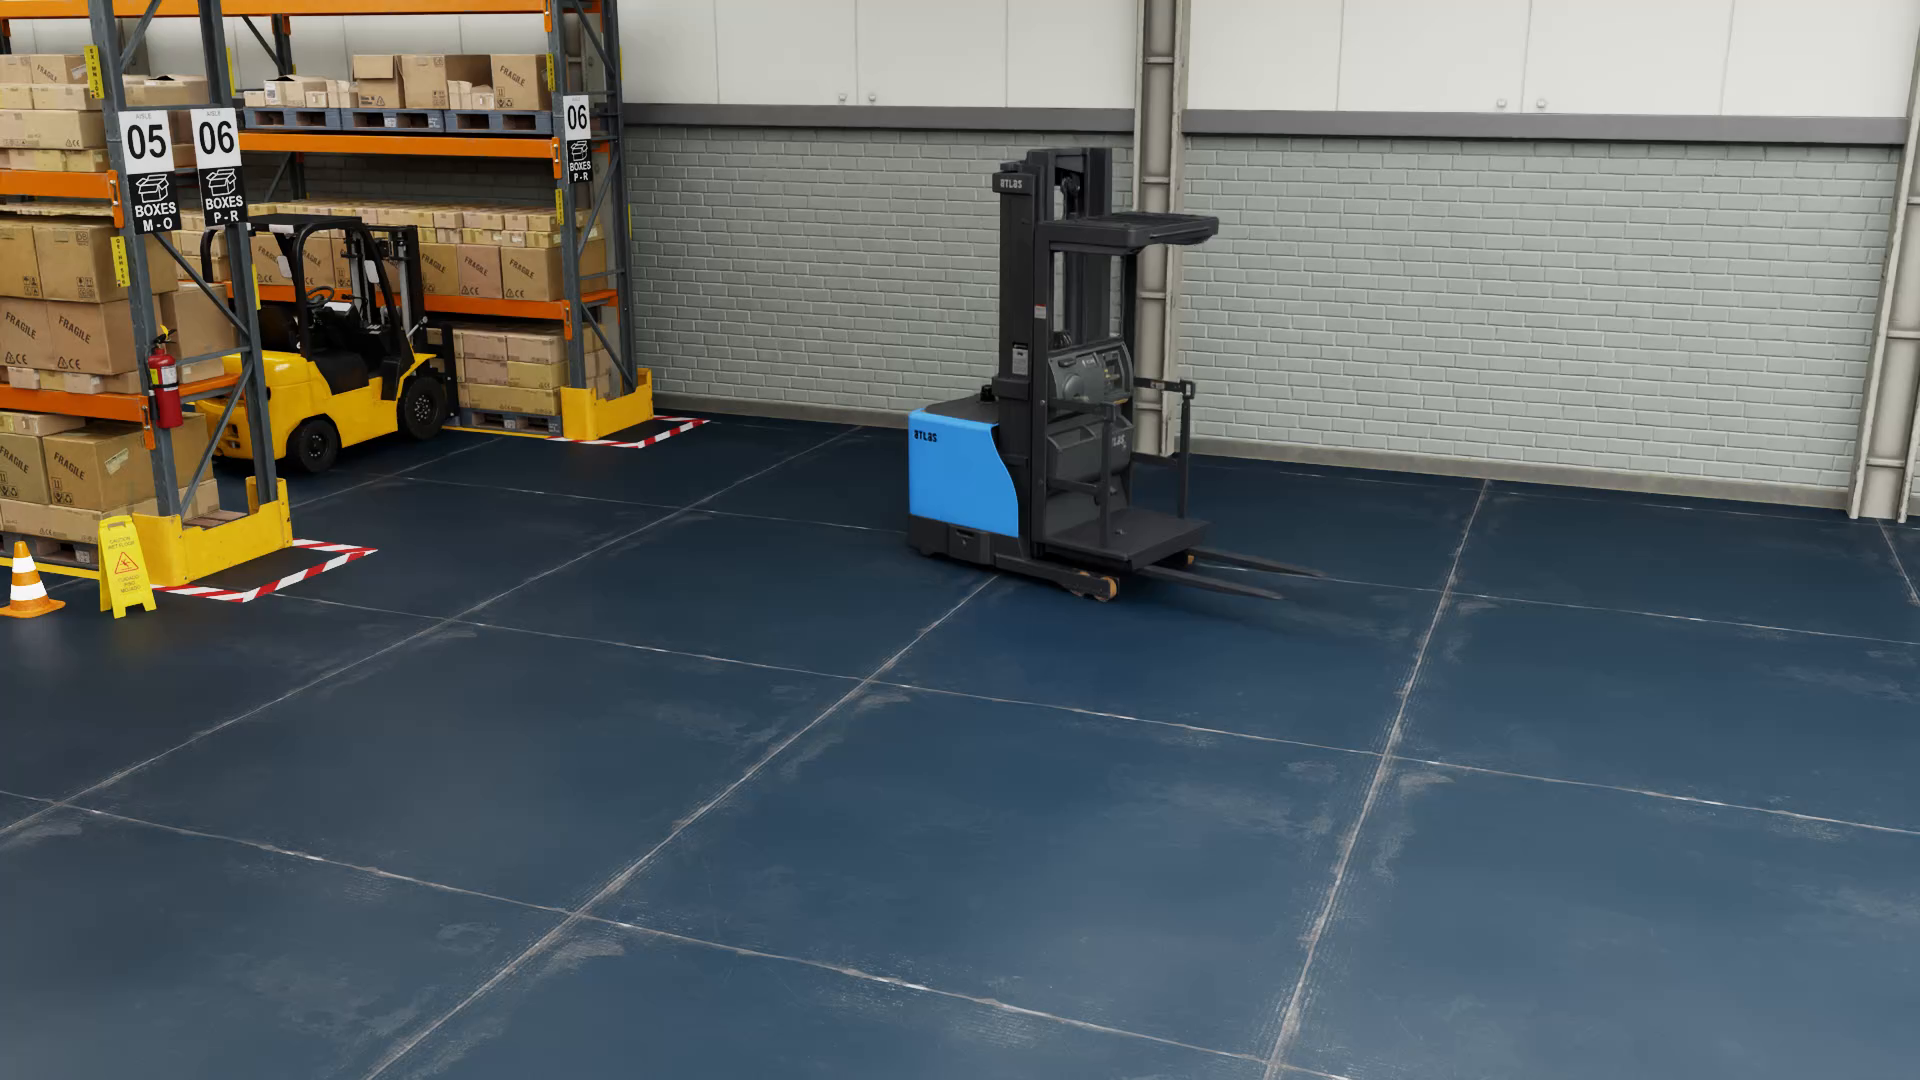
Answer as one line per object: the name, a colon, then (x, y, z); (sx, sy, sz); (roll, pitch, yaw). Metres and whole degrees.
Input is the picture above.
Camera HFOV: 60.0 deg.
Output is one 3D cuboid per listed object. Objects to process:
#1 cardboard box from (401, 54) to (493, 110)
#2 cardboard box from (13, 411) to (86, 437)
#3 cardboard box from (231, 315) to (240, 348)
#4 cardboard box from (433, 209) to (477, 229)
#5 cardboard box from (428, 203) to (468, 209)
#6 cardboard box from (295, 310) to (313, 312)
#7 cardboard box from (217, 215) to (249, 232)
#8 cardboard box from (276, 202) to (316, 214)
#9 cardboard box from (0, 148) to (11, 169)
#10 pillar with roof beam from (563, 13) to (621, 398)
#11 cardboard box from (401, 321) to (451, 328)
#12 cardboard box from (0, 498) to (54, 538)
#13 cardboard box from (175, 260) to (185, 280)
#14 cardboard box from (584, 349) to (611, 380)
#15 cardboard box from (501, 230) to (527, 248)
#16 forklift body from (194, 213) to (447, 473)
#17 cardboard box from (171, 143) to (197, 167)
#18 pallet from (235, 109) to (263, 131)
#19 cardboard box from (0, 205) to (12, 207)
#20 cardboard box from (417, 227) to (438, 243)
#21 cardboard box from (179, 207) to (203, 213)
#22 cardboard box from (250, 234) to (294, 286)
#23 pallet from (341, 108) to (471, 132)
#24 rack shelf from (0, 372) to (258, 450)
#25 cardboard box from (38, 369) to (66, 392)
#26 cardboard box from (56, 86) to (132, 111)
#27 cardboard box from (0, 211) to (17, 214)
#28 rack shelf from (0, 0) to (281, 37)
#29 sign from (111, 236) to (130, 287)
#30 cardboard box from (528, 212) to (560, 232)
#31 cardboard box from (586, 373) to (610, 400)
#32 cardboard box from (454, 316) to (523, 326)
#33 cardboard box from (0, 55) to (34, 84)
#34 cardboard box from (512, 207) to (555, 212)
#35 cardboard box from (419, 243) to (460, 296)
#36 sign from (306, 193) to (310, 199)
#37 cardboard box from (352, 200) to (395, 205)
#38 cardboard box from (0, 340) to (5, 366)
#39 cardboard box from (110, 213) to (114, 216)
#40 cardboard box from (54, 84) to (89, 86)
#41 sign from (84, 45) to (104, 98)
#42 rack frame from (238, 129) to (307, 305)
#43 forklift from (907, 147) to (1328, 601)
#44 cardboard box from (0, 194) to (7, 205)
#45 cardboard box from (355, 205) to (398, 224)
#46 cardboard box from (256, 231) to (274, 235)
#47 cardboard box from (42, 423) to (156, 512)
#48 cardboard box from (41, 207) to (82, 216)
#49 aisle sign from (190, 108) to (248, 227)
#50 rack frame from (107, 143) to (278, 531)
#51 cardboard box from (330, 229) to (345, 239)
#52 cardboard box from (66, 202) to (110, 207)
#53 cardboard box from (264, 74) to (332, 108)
cardboard box: (-4.918, -4.410, 15.990); (0.500, 0.500, 0.700); (6, 17, 21)
cardboard box: (-6.525, -0.858, 11.919); (0.250, 0.149, 0.380); (7, 18, 22)
cardboard box: (-7.711, -2.079, 17.962); (0.625, 0.625, 0.875); (7, 18, 23)
cardboard box: (-4.893, -3.122, 16.173); (0.250, 0.149, 0.380); (7, 18, 22)
cardboard box: (-5.163, -3.316, 16.840); (0.250, 0.149, 0.380); (6, 17, 21)
cardboard box: (-6.693, -2.329, 17.701); (0.500, 0.250, 0.500); (7, 17, 22)
cardboard box: (-7.621, -3.305, 17.334); (0.250, 0.149, 0.380); (7, 18, 23)
cardboard box: (-6.751, -3.362, 16.997); (0.250, 0.149, 0.380); (7, 17, 21)
cardboard box: (-6.442, -2.651, 11.495); (0.250, 0.149, 0.380); (6, 17, 21)
pillar with roof beam: (-5.397, -4.628, 12.475); (0.400, 9.000, 9.100); (6, 17, 21)
cardboard box: (-5.462, -2.040, 16.704); (0.500, 0.250, 0.500); (6, 17, 20)
cardboard box: (-6.648, -0.220, 12.230); (0.500, 0.250, 0.500); (6, 17, 21)
cardboard box: (-8.256, -2.929, 17.653); (0.500, 0.250, 0.500); (6, 17, 20)
cardboard box: (-3.862, -1.782, 16.713); (0.500, 0.250, 0.500); (7, 17, 22)
cardboard box: (-4.174, -2.899, 15.937); (0.250, 0.149, 0.380); (7, 17, 22)
forklift body: (-5.934, -1.872, 15.263); (1.214, 2.155, 2.313); (6, 17, 21)
cardboard box: (-5.508, -2.709, 11.695); (0.250, 0.149, 0.380); (6, 17, 21)
pallet: (-8.047, -4.403, 17.424); (1.217, 0.209, 0.805); (6, 17, 18)
cardboard box: (-10.754, -3.627, 18.446); (0.250, 0.149, 0.380); (7, 18, 22)
cardboard box: (-5.128, -3.006, 16.304); (0.250, 0.149, 0.380); (6, 17, 21)
cardboard box: (-8.400, -3.538, 18.139); (0.250, 0.149, 0.380); (6, 17, 21)
cardboard box: (-6.904, -2.903, 17.112); (0.500, 0.500, 0.500); (6, 17, 19)
pallet: (-5.288, -4.160, 16.401); (1.213, 0.211, 1.003); (6, 17, 21)
rack shelf: (-7.179, -1.130, 12.476); (4.000, 0.370, 1.077); (6, 17, 21)
cardboard box: (-6.252, -1.162, 11.746); (0.250, 0.149, 0.380); (6, 17, 20)
cardboard box: (-5.741, -2.932, 11.032); (0.250, 0.149, 0.380); (6, 17, 21)
cardboard box: (-7.267, -2.104, 12.034); (0.500, 0.500, 0.700); (6, 17, 20)
rack shelf: (-9.082, -5.516, 17.540); (4.000, 0.370, 1.077); (6, 17, 21)
sign: (-5.541, -1.837, 10.977); (0.005, 0.325, 0.100); (6, 17, 21)
cardboard box: (-3.911, -3.043, 15.899); (0.250, 0.149, 0.380); (6, 17, 21)
cardboard box: (-3.886, -1.541, 16.779); (0.500, 0.250, 0.500); (6, 17, 21)
cardboard box: (-4.806, -2.122, 16.989); (0.500, 0.250, 0.500); (6, 17, 20)
cardboard box: (-9.852, -4.952, 17.859); (0.500, 0.500, 0.700); (6, 17, 20)
cardboard box: (-4.216, -3.210, 16.473); (0.250, 0.149, 0.380); (7, 17, 22)
cardboard box: (-5.011, -2.697, 16.403); (0.500, 0.500, 0.500); (6, 17, 20)
sign: (-7.019, -3.566, 17.881); (0.005, 0.325, 0.100); (6, 17, 21)
cardboard box: (-6.089, -3.446, 17.289); (0.250, 0.149, 0.380); (6, 17, 20)
cardboard box: (-6.853, -1.550, 11.920); (0.500, 0.500, 0.500); (6, 17, 20)
cardboard box: (-8.820, -3.428, 17.757); (0.250, 0.149, 0.380); (6, 17, 21)
cardboard box: (-6.230, -3.171, 11.857); (0.250, 0.149, 0.380); (6, 17, 20)
sign: (-5.541, -2.995, 10.640); (0.005, 0.325, 0.100); (6, 17, 21)
rack frame: (-7.221, -2.968, 17.516); (0.127, 3.000, 1.000); (6, 17, 21)
forklift: (1.073, -1.158, 11.406); (3.031, 2.935, 1.130); (13, 20, 37)
cardboard box: (-11.364, -3.720, 19.174); (0.500, 0.500, 0.500); (7, 18, 23)
cardboard box: (-5.806, -3.249, 16.610); (0.250, 0.149, 0.380); (6, 17, 20)
cardboard box: (-7.021, -3.226, 17.064); (0.250, 0.149, 0.380); (6, 17, 20)
cardboard box: (-6.159, -0.526, 11.940); (0.500, 0.500, 0.500); (6, 17, 21)
cardboard box: (-9.764, -3.539, 18.142); (0.250, 0.149, 0.380); (6, 17, 21)
aisle sign: (-5.147, -2.593, 11.563); (0.004, 0.787, 0.394); (6, 17, 21)
rack frame: (-5.318, -1.271, 11.671); (0.127, 3.000, 1.000); (6, 17, 21)
cardboard box: (-6.082, -3.109, 16.661); (0.250, 0.149, 0.380); (6, 17, 20)
cardboard box: (-9.809, -3.709, 18.725); (0.250, 0.149, 0.380); (6, 17, 20)
cardboard box: (-6.537, -4.467, 16.527); (0.500, 0.311, 0.500); (7, 17, 22)
